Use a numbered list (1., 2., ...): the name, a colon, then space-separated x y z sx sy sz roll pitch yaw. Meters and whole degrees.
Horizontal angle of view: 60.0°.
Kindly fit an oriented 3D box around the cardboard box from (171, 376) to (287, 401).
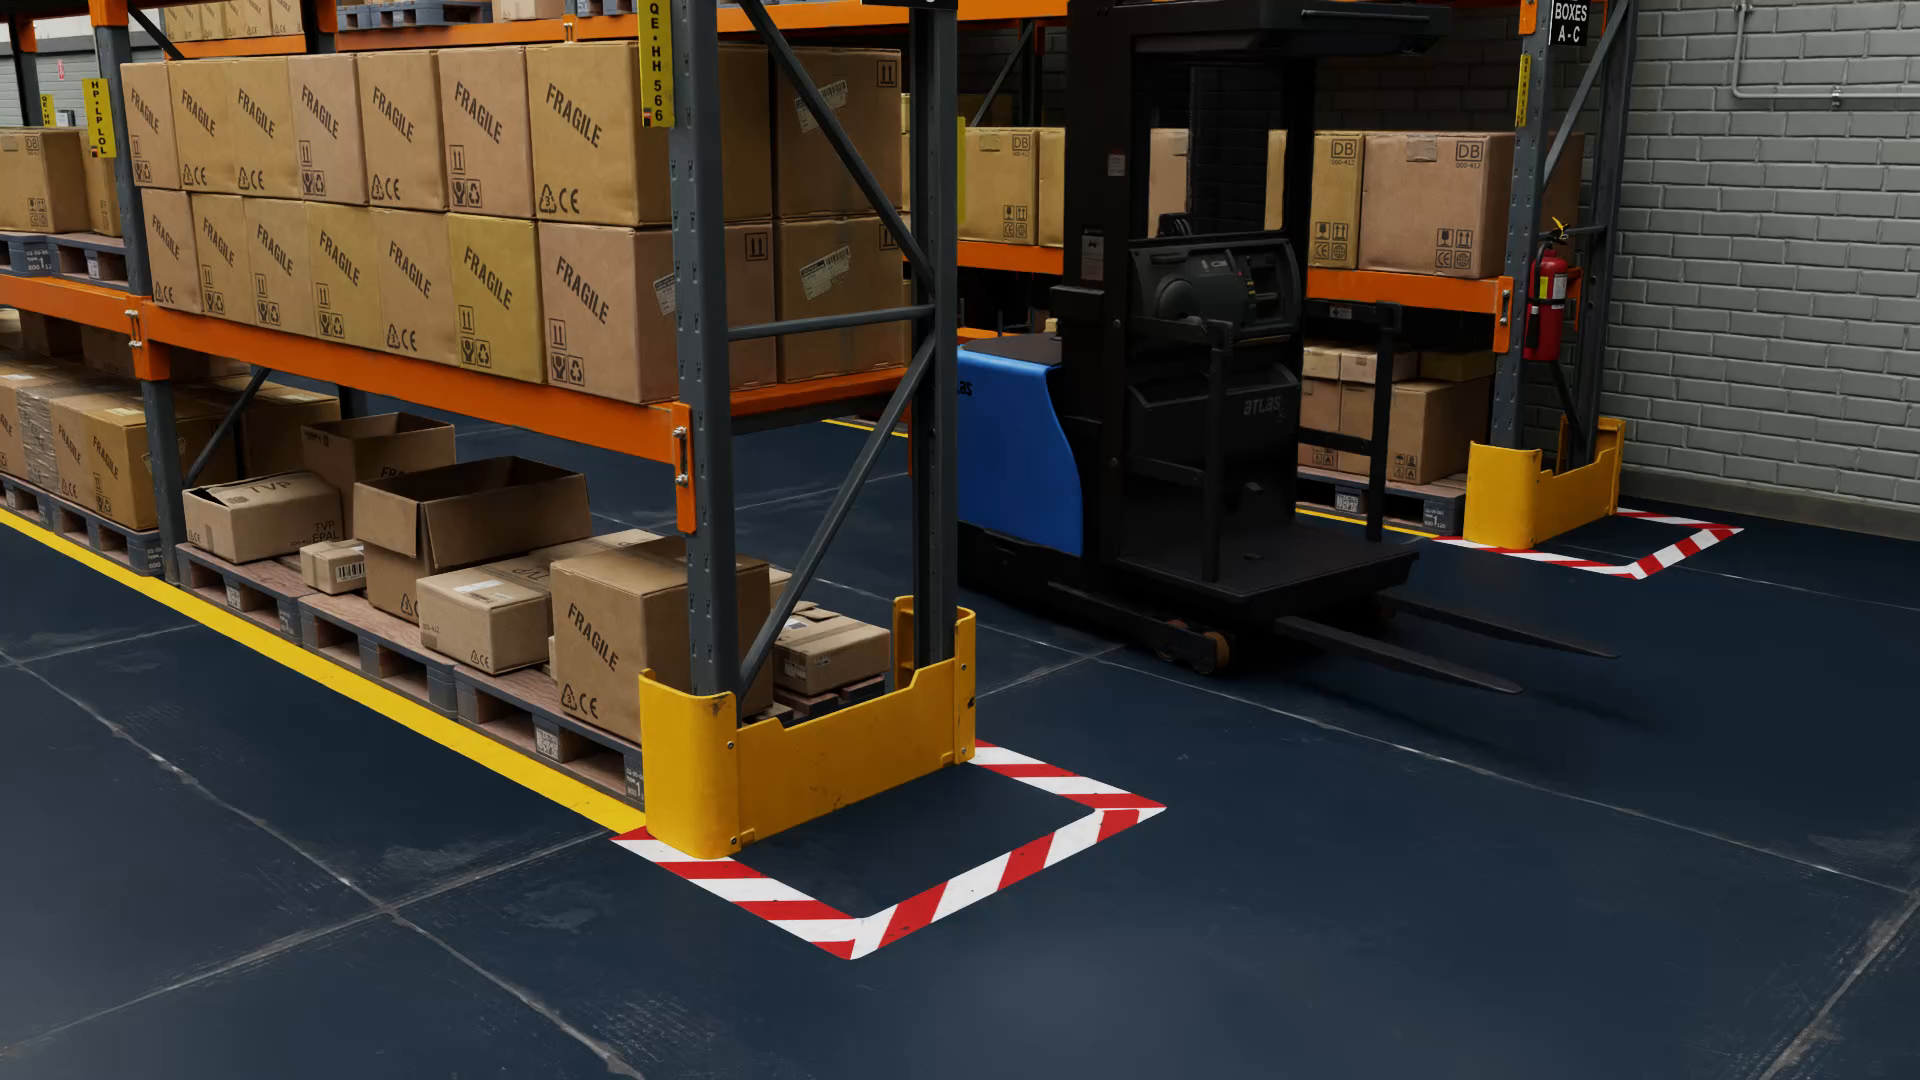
1. cardboard box: -3.847 -0.558 8.709 0.500 0.500 0.500 14 20 43

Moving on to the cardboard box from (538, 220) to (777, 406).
1. cardboard box: -0.908 -0.712 5.016 0.500 0.500 0.500 -14 20 -42

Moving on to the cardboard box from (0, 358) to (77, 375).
1. cardboard box: -5.288 -0.727 9.358 0.500 0.500 0.500 13 20 41

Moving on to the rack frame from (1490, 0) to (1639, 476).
1. rack frame: 3.039 -1.534 8.371 0.127 3.000 1.000 14 20 42

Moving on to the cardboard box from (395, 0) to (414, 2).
1. cardboard box: -4.818 -5.028 15.174 0.500 0.311 0.500 -14 20 -42

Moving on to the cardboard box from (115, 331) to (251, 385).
1. cardboard box: -4.175 -1.004 8.936 0.500 0.250 0.500 14 20 42

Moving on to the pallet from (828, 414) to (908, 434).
1. pallet: -0.448 -1.006 11.875 1.213 0.211 1.003 14 20 42

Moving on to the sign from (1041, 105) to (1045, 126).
1. sign: 0.544 -2.792 11.326 0.005 0.325 0.100 14 20 42

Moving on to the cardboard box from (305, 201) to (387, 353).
1. cardboard box: -2.002 -0.978 6.040 0.500 0.500 0.500 13 20 41

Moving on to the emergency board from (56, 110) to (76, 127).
1. emergency board: -13.446 -5.858 24.966 0.643 1.169 0.194 14 20 42

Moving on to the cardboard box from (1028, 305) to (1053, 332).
1. cardboard box: 0.660 -1.454 10.900 0.250 0.149 0.380 14 20 42

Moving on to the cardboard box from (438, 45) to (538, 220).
1. cardboard box: -1.272 -1.283 5.225 0.500 0.500 0.500 -14 20 -43

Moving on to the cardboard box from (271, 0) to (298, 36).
1. cardboard box: -6.490 -5.278 16.553 0.500 0.500 0.500 12 19 38

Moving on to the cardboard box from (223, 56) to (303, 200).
1. cardboard box: -2.391 -1.553 6.261 0.500 0.500 0.500 13 19 41

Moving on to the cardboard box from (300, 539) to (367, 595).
1. cardboard box: -2.494 0.086 6.899 0.250 0.166 0.380 14 20 42

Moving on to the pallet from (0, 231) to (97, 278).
1. pallet: -4.752 -1.602 9.012 1.213 0.211 1.003 14 20 42

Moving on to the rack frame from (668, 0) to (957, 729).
1. rack frame: -0.396 -0.634 4.917 0.127 3.000 1.000 14 20 42

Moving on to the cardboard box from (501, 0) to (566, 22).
1. cardboard box: -3.426 -4.429 13.670 0.500 0.311 0.500 14 20 42

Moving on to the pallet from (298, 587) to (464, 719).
1. pallet: -1.900 0.349 6.674 1.213 0.211 1.003 14 20 42

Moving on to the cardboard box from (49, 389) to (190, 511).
1. cardboard box: -4.180 -0.460 8.334 0.500 0.500 0.500 14 20 42

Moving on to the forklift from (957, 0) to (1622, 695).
1. forklift: 1.183 -1.039 6.609 1.130 2.935 3.031 -11 18 -37

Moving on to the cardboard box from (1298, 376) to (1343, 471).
1. cardboard box: 2.106 -0.720 9.370 0.500 0.500 0.700 14 20 42

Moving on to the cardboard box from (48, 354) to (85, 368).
1. cardboard box: -4.947 -0.826 9.738 0.500 0.500 0.500 13 19 40

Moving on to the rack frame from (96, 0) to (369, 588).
1. rack frame: -3.276 -1.334 7.604 0.127 3.000 1.000 14 20 42

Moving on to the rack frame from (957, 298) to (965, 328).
1. rack frame: -0.069 -0.606 8.378 0.240 1.200 0.015 -13 20 -42

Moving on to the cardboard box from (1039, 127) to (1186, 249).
1. cardboard box: 1.061 -2.153 10.150 0.700 0.700 0.980 13 19 41

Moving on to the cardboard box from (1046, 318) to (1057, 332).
1. cardboard box: 0.747 -1.299 10.307 0.380 0.149 0.250 -14 20 -42

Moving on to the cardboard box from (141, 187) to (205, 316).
1. cardboard box: -3.098 -1.244 7.059 0.500 0.500 0.500 -14 20 -43

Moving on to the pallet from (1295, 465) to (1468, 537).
1. pallet: 2.409 -0.310 9.205 1.213 0.211 1.003 14 20 42

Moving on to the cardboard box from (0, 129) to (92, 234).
1. cardboard box: -4.591 -1.884 8.682 0.500 0.500 0.700 8 17 28

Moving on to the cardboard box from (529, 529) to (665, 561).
1. cardboard box: -1.311 0.162 6.443 0.500 0.250 0.500 14 20 42

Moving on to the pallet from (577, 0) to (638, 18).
1. pallet: -2.219 -4.191 12.994 1.213 0.211 1.003 -13 20 -42

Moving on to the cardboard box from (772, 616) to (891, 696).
1. cardboard box: -0.459 0.397 5.742 0.250 0.149 0.380 14 20 42

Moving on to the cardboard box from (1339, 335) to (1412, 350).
1. cardboard box: 2.329 -1.049 9.347 0.250 0.149 0.380 14 20 42

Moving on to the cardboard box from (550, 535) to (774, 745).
1. cardboard box: -0.959 0.312 5.371 0.500 0.500 0.500 14 20 42

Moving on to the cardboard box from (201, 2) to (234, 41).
1. cardboard box: -7.673 -5.549 17.594 0.500 0.500 0.500 -13 20 -42

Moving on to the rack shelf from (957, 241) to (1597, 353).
1. rack shelf: 1.599 -1.536 9.805 4.000 0.370 1.077 14 20 42

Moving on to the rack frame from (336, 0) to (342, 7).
1. rack frame: -5.599 -6.537 15.674 0.127 3.000 1.000 14 20 42

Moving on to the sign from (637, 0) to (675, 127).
1. sign: -0.796 -1.250 4.358 0.005 0.325 0.100 14 20 42

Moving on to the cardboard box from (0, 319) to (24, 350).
1. cardboard box: -6.329 -1.323 11.070 0.500 0.311 0.500 -14 20 -42

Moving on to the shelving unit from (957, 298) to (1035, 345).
1. shelving unit: 0.099 -0.561 8.207 0.258 1.200 0.503 -13 20 -42

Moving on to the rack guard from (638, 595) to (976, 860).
1. rack guard: -0.451 0.562 5.284 0.348 0.500 1.175 14 20 42

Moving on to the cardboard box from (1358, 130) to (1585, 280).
1. cardboard box: 2.665 -1.767 8.669 0.980 0.700 0.700 -13 20 -42

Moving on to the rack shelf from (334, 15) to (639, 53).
1. rack shelf: -4.160 -4.388 14.800 4.000 0.370 1.077 14 20 42

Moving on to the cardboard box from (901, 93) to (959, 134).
1. cardboard box: -0.354 -2.834 11.046 0.500 0.250 0.500 -14 20 -43

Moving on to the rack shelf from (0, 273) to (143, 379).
1. rack shelf: -4.716 -1.336 9.038 4.000 0.370 1.077 14 20 42

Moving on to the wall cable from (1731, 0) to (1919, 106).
1. wall cable: 4.618 -1.973 8.042 1.851 1.984 0.084 14 20 42
